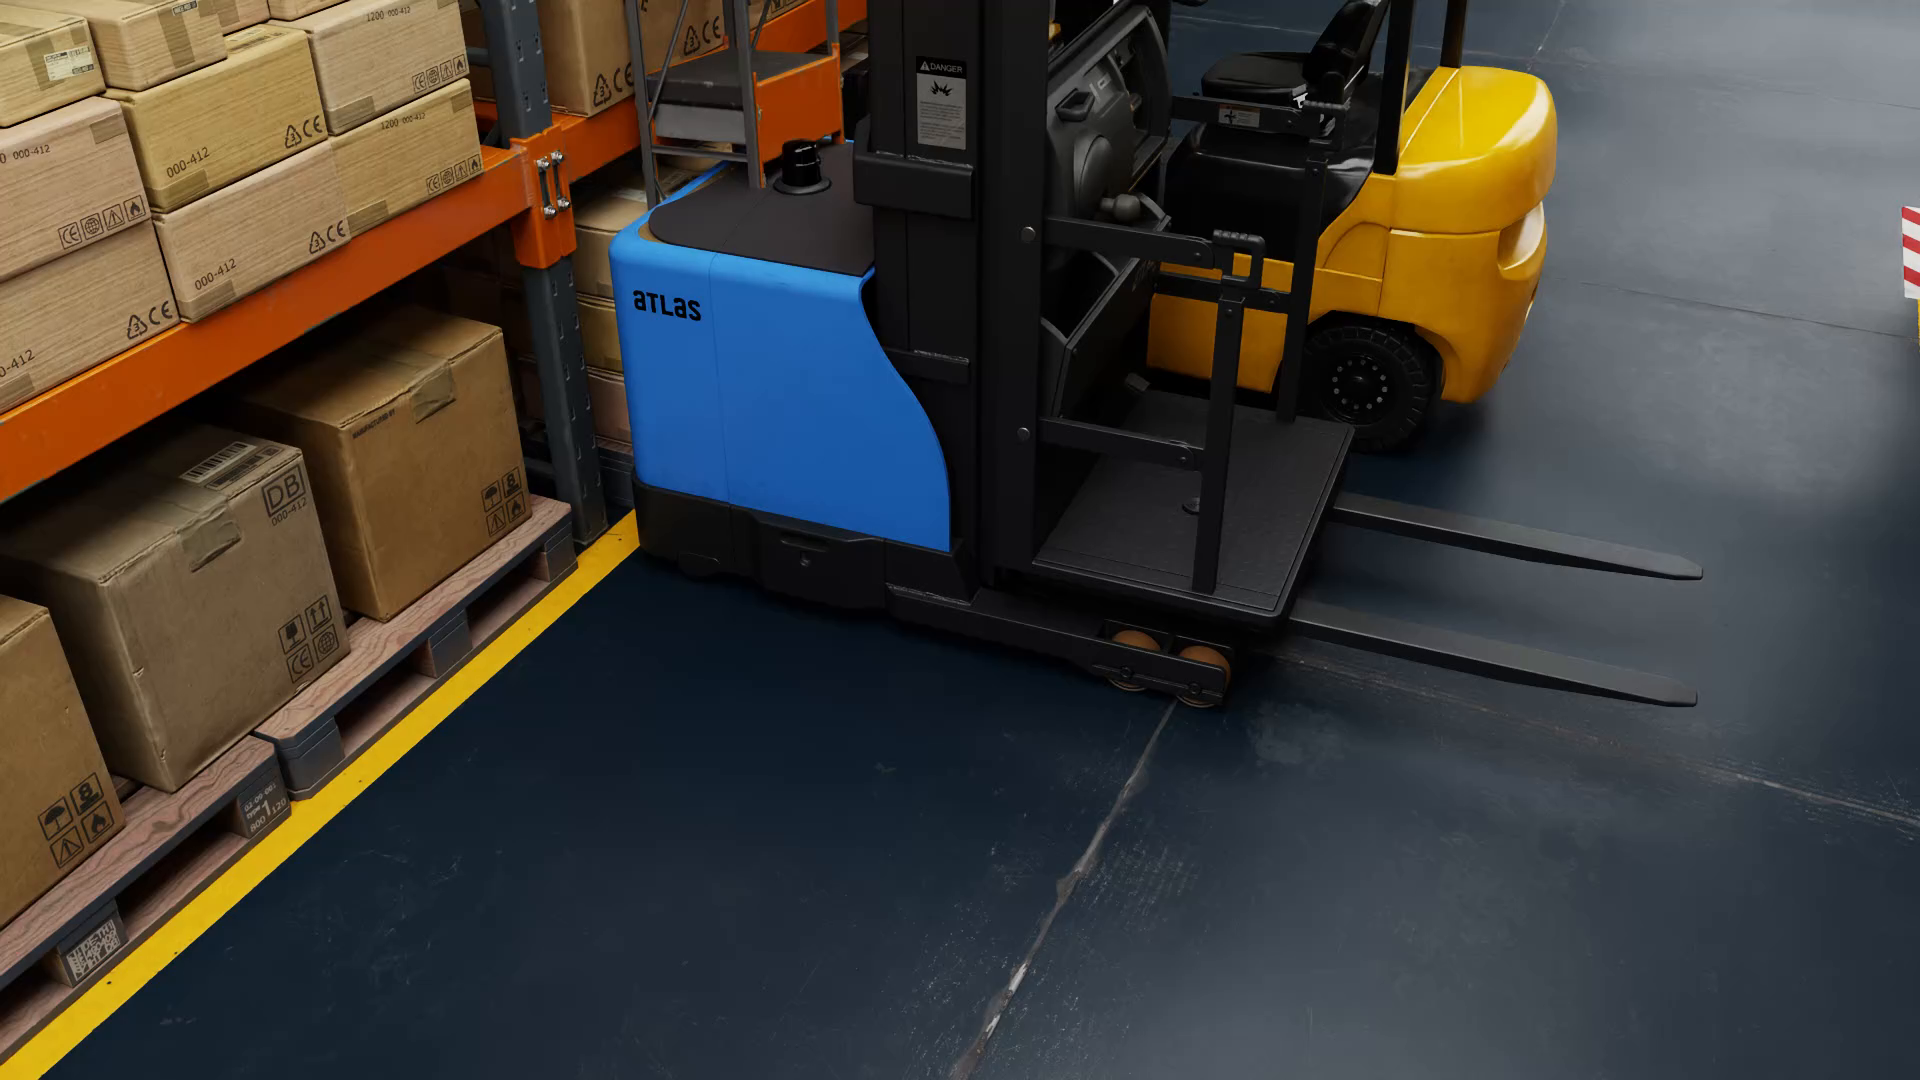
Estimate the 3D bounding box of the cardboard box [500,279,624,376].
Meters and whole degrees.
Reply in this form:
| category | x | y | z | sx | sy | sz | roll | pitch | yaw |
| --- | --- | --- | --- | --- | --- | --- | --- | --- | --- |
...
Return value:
| category | x | y | z | sx | sy | sz | roll | pitch | yaw |
| --- | --- | --- | --- | --- | --- | --- | --- | --- | --- |
| cardboard box | -1.114 | -0.778 | 5.369 | 0.500 | 0.250 | 0.500 | 14 | 36 | 20 |

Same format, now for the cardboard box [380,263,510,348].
| category | x | y | z | sx | sy | sz | roll | pitch | yaw |
| --- | --- | --- | --- | --- | --- | --- | --- | --- | --- |
| cardboard box | -1.579 | -0.897 | 5.551 | 0.500 | 0.250 | 0.500 | 13 | 36 | 19 |

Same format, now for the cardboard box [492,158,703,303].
| category | x | y | z | sx | sy | sz | roll | pitch | yaw |
| --- | --- | --- | --- | --- | --- | --- | --- | --- | --- |
| cardboard box | -1.109 | -0.986 | 5.230 | 0.500 | 0.250 | 0.500 | 14 | 36 | 20 |

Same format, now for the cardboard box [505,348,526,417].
| category | x | y | z | sx | sy | sz | roll | pitch | yaw |
| --- | --- | --- | --- | --- | --- | --- | --- | --- | --- |
| cardboard box | -1.577 | -0.687 | 5.686 | 0.500 | 0.250 | 0.500 | 15 | 36 | 21 |

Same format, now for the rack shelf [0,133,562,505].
| category | x | y | z | sx | sy | sz | roll | pitch | yaw |
| --- | --- | --- | --- | --- | --- | --- | --- | --- | --- |
| rack shelf | -2.433 | -0.076 | 3.286 | 1.077 | 0.370 | 4.000 | 14 | 36 | 20 |

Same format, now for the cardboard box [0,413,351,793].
| category | x | y | z | sx | sy | sz | roll | pitch | yaw |
| --- | --- | --- | --- | --- | --- | --- | --- | --- | --- |
| cardboard box | -2.136 | 0.092 | 4.157 | 0.875 | 0.625 | 0.625 | 14 | 36 | 20 |

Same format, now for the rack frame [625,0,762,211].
| category | x | y | z | sx | sy | sz | roll | pitch | yaw |
| --- | --- | --- | --- | --- | --- | --- | --- | --- | --- |
| rack frame | -0.753 | -1.114 | 4.815 | 0.400 | 2.100 | 0.015 | 11 | 29 | 23 |

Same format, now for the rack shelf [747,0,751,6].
| category | x | y | z | sx | sy | sz | roll | pitch | yaw |
| --- | --- | --- | --- | --- | --- | --- | --- | --- | --- |
| rack shelf | -0.662 | -1.828 | 4.701 | 0.431 | 0.518 | 0.480 | 11 | 29 | 23 |

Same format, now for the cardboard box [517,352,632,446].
| category | x | y | z | sx | sy | sz | roll | pitch | yaw |
| --- | --- | --- | --- | --- | --- | --- | --- | --- | --- |
| cardboard box | -1.094 | -0.563 | 5.498 | 0.500 | 0.250 | 0.500 | 15 | 36 | 21 |

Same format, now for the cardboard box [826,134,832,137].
| category | x | y | z | sx | sy | sz | roll | pitch | yaw |
| --- | --- | --- | --- | --- | --- | --- | --- | --- | --- |
| cardboard box | -0.688 | -1.488 | 5.997 | 0.500 | 0.250 | 0.500 | 15 | 36 | 22 |

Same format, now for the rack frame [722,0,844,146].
| category | x | y | z | sx | sy | sz | roll | pitch | yaw |
| --- | --- | --- | --- | --- | --- | --- | --- | --- | --- |
| rack frame | -0.542 | -1.316 | 5.206 | 0.400 | 2.100 | 0.015 | 11 | 29 | 23 |

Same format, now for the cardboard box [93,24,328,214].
| category | x | y | z | sx | sy | sz | roll | pitch | yaw |
| --- | --- | --- | --- | --- | --- | --- | --- | --- | --- |
| cardboard box | -1.779 | -0.958 | 3.656 | 0.500 | 0.250 | 0.500 | 13 | 36 | 19 |

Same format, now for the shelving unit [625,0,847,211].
| category | x | y | z | sx | sy | sz | roll | pitch | yaw |
| --- | --- | --- | --- | --- | --- | --- | --- | --- | --- |
| shelving unit | -0.648 | -1.215 | 5.010 | 0.431 | 2.100 | 0.503 | 11 | 29 | 23 |

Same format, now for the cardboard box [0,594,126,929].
| category | x | y | z | sx | sy | sz | roll | pitch | yaw |
| --- | --- | --- | --- | --- | --- | --- | --- | --- | --- |
| cardboard box | -2.449 | 0.467 | 3.585 | 0.875 | 0.625 | 0.625 | 13 | 35 | 19 |

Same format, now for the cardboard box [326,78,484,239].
| category | x | y | z | sx | sy | sz | roll | pitch | yaw |
| --- | --- | --- | --- | --- | --- | --- | --- | --- | --- |
| cardboard box | -1.570 | -0.999 | 4.175 | 0.500 | 0.250 | 0.500 | 15 | 36 | 22 |

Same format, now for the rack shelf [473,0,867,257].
| category | x | y | z | sx | sy | sz | roll | pitch | yaw |
| --- | --- | --- | --- | --- | --- | --- | --- | --- | --- |
| rack shelf | -0.760 | -2.068 | 6.324 | 1.077 | 0.370 | 4.000 | 14 | 36 | 20 |

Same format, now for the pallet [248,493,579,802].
| category | x | y | z | sx | sy | sz | roll | pitch | yaw |
| --- | --- | --- | --- | --- | --- | --- | --- | --- | --- |
| pallet | -1.869 | 0.169 | 4.799 | 1.003 | 0.211 | 1.213 | 14 | 36 | 20 |

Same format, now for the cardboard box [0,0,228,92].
| category | x | y | z | sx | sy | sz | roll | pitch | yaw |
| --- | --- | --- | --- | --- | --- | --- | --- | --- | --- |
| cardboard box | -1.769 | -1.061 | 3.449 | 0.380 | 0.149 | 0.250 | 13 | 35 | 19 |

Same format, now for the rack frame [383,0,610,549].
| category | x | y | z | sx | sy | sz | roll | pitch | yaw |
| --- | --- | --- | --- | --- | --- | --- | --- | --- | --- |
| rack frame | -1.597 | -1.373 | 4.608 | 1.000 | 3.000 | 0.127 | 14 | 36 | 20 |

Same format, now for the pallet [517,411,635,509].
| category | x | y | z | sx | sy | sz | roll | pitch | yaw |
| --- | --- | --- | --- | --- | --- | --- | --- | --- | --- |
| pallet | -1.226 | -0.593 | 5.962 | 1.003 | 0.211 | 1.213 | 14 | 36 | 20 |

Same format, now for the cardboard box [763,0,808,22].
| category | x | y | z | sx | sy | sz | roll | pitch | yaw |
| --- | --- | --- | --- | --- | --- | --- | --- | --- | --- |
| cardboard box | -0.760 | -2.091 | 5.613 | 0.500 | 0.500 | 0.500 | 14 | 36 | 20 |

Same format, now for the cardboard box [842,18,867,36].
| category | x | y | z | sx | sy | sz | roll | pitch | yaw |
| --- | --- | --- | --- | --- | --- | --- | --- | --- | --- |
| cardboard box | -0.243 | -1.999 | 6.775 | 0.500 | 0.250 | 0.500 | 15 | 36 | 21 |

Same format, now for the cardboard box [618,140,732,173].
| category | x | y | z | sx | sy | sz | roll | pitch | yaw |
| --- | --- | --- | --- | --- | --- | --- | --- | --- | --- |
| cardboard box | -0.886 | -1.238 | 5.615 | 0.500 | 0.250 | 0.500 | 14 | 36 | 21 |

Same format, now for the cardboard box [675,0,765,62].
| category | x | y | z | sx | sy | sz | roll | pitch | yaw |
| --- | --- | --- | --- | --- | --- | --- | --- | --- | --- |
| cardboard box | -0.971 | -1.839 | 5.228 | 0.500 | 0.500 | 0.500 | 15 | 36 | 21 |

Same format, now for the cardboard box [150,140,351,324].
| category | x | y | z | sx | sy | sz | roll | pitch | yaw |
| --- | --- | --- | --- | --- | --- | --- | --- | --- | --- |
| cardboard box | -1.775 | -0.747 | 3.791 | 0.500 | 0.250 | 0.500 | 14 | 36 | 20 |

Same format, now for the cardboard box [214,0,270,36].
| category | x | y | z | sx | sy | sz | roll | pitch | yaw |
| --- | --- | --- | --- | --- | --- | --- | --- | --- | --- |
| cardboard box | -1.780 | -1.222 | 3.696 | 0.380 | 0.149 | 0.250 | 14 | 36 | 20 |

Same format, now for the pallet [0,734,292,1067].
| category | x | y | z | sx | sy | sz | roll | pitch | yaw |
| --- | --- | --- | --- | --- | --- | --- | --- | --- | --- |
| pallet | -2.379 | 0.779 | 3.869 | 1.003 | 0.211 | 1.213 | 14 | 36 | 20 |

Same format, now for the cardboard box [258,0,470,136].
| category | x | y | z | sx | sy | sz | roll | pitch | yaw |
| --- | --- | --- | --- | --- | --- | --- | --- | --- | --- |
| cardboard box | -1.570 | -1.216 | 4.050 | 0.500 | 0.250 | 0.500 | 13 | 36 | 19 |

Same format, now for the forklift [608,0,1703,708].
| category | x | y | z | sx | sy | sz | roll | pitch | yaw |
| --- | --- | --- | --- | --- | --- | --- | --- | --- | --- |
| forklift | 0.581 | -1.099 | 4.252 | 3.031 | 2.935 | 1.130 | 12 | 35 | 18 |

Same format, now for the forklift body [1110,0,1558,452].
| category | x | y | z | sx | sy | sz | roll | pitch | yaw |
| --- | --- | --- | --- | --- | --- | --- | --- | --- | --- |
| forklift body | 0.941 | -1.647 | 5.800 | 2.313 | 2.155 | 1.214 | 14 | 36 | 20 |

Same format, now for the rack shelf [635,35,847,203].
| category | x | y | z | sx | sy | sz | roll | pitch | yaw |
| --- | --- | --- | --- | --- | --- | --- | --- | --- | --- |
| rack shelf | -0.647 | -1.203 | 5.016 | 0.431 | 0.518 | 0.480 | 11 | 29 | 23 |

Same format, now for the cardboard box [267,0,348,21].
| category | x | y | z | sx | sy | sz | roll | pitch | yaw |
| --- | --- | --- | --- | --- | --- | --- | --- | --- | --- |
| cardboard box | -1.629 | -1.332 | 3.863 | 0.380 | 0.149 | 0.250 | 14 | 36 | 20 |

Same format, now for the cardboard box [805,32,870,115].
| category | x | y | z | sx | sy | sz | roll | pitch | yaw |
| --- | --- | --- | --- | --- | --- | --- | --- | --- | --- |
| cardboard box | -0.462 | -1.748 | 6.393 | 0.500 | 0.250 | 0.500 | 13 | 36 | 20 |

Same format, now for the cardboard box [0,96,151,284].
| category | x | y | z | sx | sy | sz | roll | pitch | yaw |
| --- | --- | --- | --- | --- | --- | --- | --- | --- | --- |
| cardboard box | -1.998 | -0.705 | 3.270 | 0.500 | 0.250 | 0.500 | 15 | 36 | 21 |

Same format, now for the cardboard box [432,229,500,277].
| category | x | y | z | sx | sy | sz | roll | pitch | yaw |
| --- | --- | --- | --- | --- | --- | --- | --- | --- | --- |
| cardboard box | -1.566 | -1.106 | 5.414 | 0.500 | 0.250 | 0.500 | 15 | 36 | 21 |

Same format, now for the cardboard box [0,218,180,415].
| category | x | y | z | sx | sy | sz | roll | pitch | yaw |
| --- | --- | --- | --- | --- | --- | --- | --- | --- | --- |
| cardboard box | -2.011 | -0.507 | 3.424 | 0.500 | 0.250 | 0.500 | 14 | 36 | 21 |

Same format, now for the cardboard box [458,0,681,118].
| category | x | y | z | sx | sy | sz | roll | pitch | yaw |
| --- | --- | --- | --- | --- | --- | --- | --- | --- | --- |
| cardboard box | -1.174 | -1.576 | 4.826 | 0.500 | 0.500 | 0.500 | 13 | 35 | 19 |

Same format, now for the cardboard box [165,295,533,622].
| category | x | y | z | sx | sy | sz | roll | pitch | yaw |
| --- | --- | --- | --- | --- | --- | --- | --- | --- | --- |
| cardboard box | -1.805 | -0.293 | 4.744 | 0.875 | 0.625 | 0.625 | 16 | 36 | 23 |

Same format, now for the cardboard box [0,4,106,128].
| category | x | y | z | sx | sy | sz | roll | pitch | yaw |
| --- | --- | --- | --- | --- | --- | --- | --- | --- | --- |
| cardboard box | -1.936 | -0.945 | 3.272 | 0.380 | 0.149 | 0.250 | 13 | 36 | 19 |
